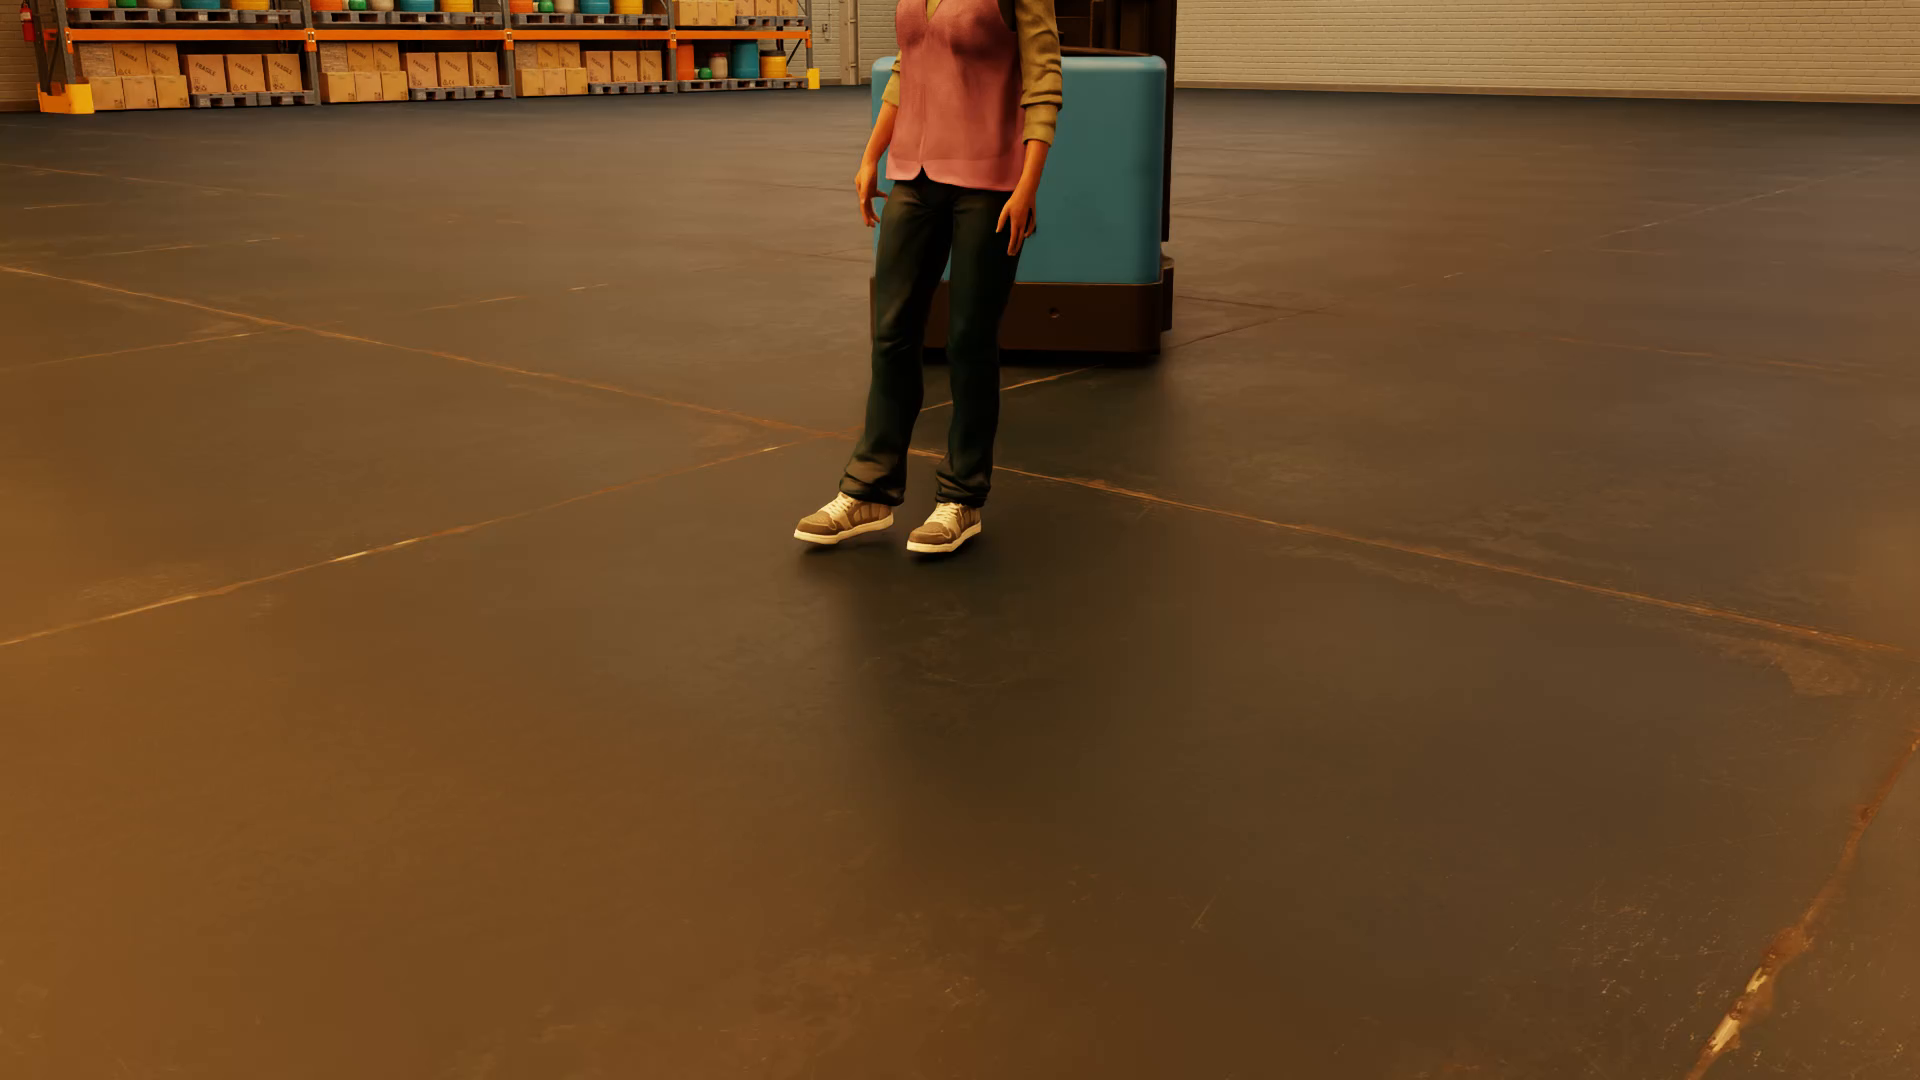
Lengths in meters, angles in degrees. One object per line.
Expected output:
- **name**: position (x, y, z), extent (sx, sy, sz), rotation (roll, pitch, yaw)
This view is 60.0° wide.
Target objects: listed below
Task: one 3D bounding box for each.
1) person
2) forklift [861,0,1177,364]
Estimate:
- **person**: position (-0.059, -0.757, 3.661), extent (0.520, 1.600, 0.472), rotation (13, 21, 37)
- **forklift**: position (0.348, -2.396, 6.790), extent (1.130, 2.935, 3.031), rotation (2, 17, 7)
